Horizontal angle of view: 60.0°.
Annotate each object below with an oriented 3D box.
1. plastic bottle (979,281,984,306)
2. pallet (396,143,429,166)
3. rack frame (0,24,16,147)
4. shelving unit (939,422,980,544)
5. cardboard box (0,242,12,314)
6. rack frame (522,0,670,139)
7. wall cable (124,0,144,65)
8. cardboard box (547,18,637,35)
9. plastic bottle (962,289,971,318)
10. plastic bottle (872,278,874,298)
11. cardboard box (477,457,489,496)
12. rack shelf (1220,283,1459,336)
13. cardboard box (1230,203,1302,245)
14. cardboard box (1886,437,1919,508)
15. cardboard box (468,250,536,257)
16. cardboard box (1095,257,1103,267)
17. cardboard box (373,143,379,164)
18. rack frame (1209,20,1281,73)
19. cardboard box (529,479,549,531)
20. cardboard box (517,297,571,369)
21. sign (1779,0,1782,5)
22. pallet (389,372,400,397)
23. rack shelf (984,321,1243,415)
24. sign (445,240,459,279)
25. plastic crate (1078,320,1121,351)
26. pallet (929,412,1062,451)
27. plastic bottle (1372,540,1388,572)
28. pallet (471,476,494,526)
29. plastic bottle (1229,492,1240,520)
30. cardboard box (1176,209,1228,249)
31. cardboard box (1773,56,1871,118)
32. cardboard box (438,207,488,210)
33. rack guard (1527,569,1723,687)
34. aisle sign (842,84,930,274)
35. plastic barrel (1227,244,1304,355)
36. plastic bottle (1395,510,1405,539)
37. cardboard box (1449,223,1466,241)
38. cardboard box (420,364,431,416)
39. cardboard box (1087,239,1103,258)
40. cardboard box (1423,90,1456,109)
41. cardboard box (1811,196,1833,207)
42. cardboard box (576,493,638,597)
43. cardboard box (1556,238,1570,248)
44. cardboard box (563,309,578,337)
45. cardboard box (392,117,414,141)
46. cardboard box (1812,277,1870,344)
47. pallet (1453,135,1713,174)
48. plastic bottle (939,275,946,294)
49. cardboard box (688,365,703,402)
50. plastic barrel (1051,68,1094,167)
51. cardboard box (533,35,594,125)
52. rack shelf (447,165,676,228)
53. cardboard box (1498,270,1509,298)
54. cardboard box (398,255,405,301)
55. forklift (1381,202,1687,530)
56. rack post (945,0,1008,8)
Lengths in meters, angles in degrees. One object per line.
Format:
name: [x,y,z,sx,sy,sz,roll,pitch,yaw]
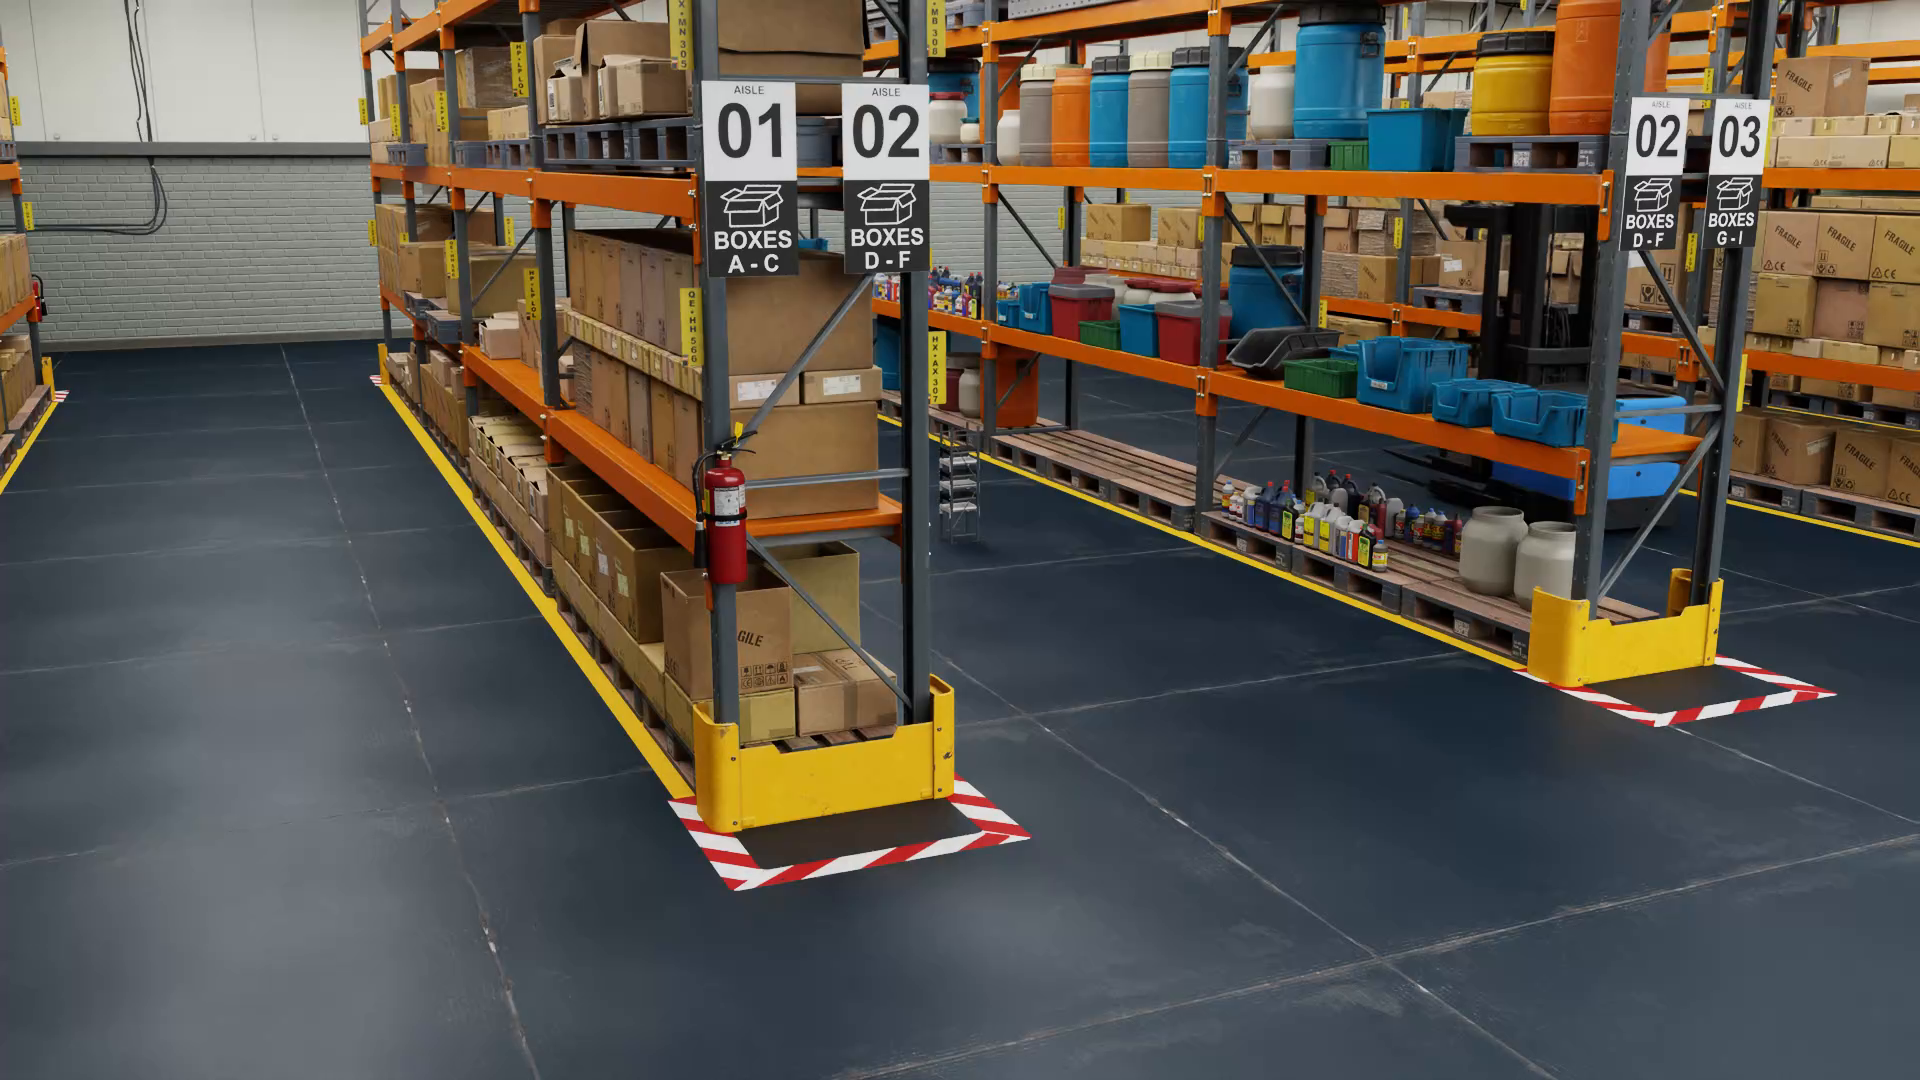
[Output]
plastic bottle: [0.282,-2.706,18.185,0.152,0.276,0.135,-6,14,-23]
pallet: [-4.812,-3.756,16.211,1.213,0.211,1.003,-6,14,-23]
rack frame: [-11.567,-6.042,19.019,1.000,3.000,0.127,-6,14,-23]
shelving unit: [-0.003,-0.440,12.776,0.258,0.900,0.210,-6,14,-23]
cardboard box: [-10.454,-2.704,17.236,0.980,0.700,0.700,-6,14,-24]
rack frame: [-2.223,-4.011,10.244,1.000,3.000,0.127,-6,14,-23]
wall cable: [-11.026,-8.435,25.044,3.097,2.526,0.112,-6,14,-23]
cardboard box: [-2.434,-3.178,11.033,0.500,0.500,0.500,-5,14,-22]
plastic bottle: [0.070,-2.397,16.835,0.061,0.283,0.133,-6,14,-23]
plastic bottle: [-0.976,-2.941,19.210,0.097,0.271,0.097,0,13,0]
cardboard box: [-3.682,-0.541,13.723,0.500,0.250,0.500,-6,14,-25]
rack shelf: [4.452,-2.872,20.220,1.077,0.370,4.000,-6,14,-23]
cardboard box: [3.914,-4.042,21.233,0.797,0.503,0.637,-6,14,-24]
cardboard box: [7.719,-0.525,13.097,0.500,0.500,0.500,-4,14,-18]
cardboard box: [-4.372,-2.494,15.842,0.700,0.500,0.500,-3,13,-12]
cardboard box: [2.201,-4.077,24.389,0.380,0.149,0.250,-6,14,-24]
cardboard box: [-6.868,-4.722,20.302,0.500,0.250,0.500,-6,14,-23]
rack frame: [3.651,-6.558,21.248,1.000,3.000,0.127,-6,14,-23]
cardboard box: [-2.648,-0.284,11.370,0.500,0.311,0.500,-6,14,-23]
cardboard box: [-3.138,-1.618,12.988,0.500,0.500,0.500,-6,15,-26]
sign: [12.213,-7.940,24.798,0.100,0.325,0.005,-6,14,-23]
pallet: [-6.679,-2.029,21.168,1.003,0.211,1.213,-6,14,-23]
rack shelf: [1.516,-1.598,14.717,1.077,0.370,4.000,-6,14,-23]
sign: [-4.318,-2.389,14.149,0.100,0.325,0.005,-6,14,-23]
plastic crate: [1.361,-1.766,14.319,0.450,0.188,0.662,-6,14,-23]
pallet: [0.361,-1.162,17.423,1.003,0.211,1.213,-6,14,-23]
plastic bottle: [2.782,0.100,11.014,0.097,0.201,0.097,0,13,0]
pallet: [-3.531,-0.383,14.055,1.003,0.211,1.213,-6,14,-23]
plastic bottle: [2.084,-0.260,12.570,0.097,0.201,0.097,0,13,0]
cardboard box: [3.222,-4.143,22.129,0.500,0.500,0.500,-5,14,-21]
cardboard box: [7.269,-3.811,14.042,0.500,0.500,0.500,-6,14,-25]
cardboard box: [-5.771,-3.613,19.388,0.500,0.500,0.500,-6,14,-25]
rack guard: [3.846,0.498,9.611,1.175,0.500,0.348,-6,14,-23]
aisle sign: [-0.313,-1.543,7.118,0.394,0.787,0.004,-6,14,-23]
plastic barrel: [2.440,-1.887,13.257,0.600,0.901,0.708,-6,14,-23]
plastic bottle: [3.180,-0.117,11.953,0.097,0.201,0.097,0,13,0]
cardboard box: [7.576,-4.438,24.511,0.500,0.500,0.500,-6,14,-25]
cardboard box: [-5.457,-1.616,17.767,0.500,0.500,0.500,-6,14,-26]
cardboard box: [2.208,-4.303,24.483,0.500,0.250,0.500,-6,14,-24]
cardboard box: [5.206,-4.442,17.428,0.500,0.500,0.500,-5,14,-22]
cardboard box: [12.873,-4.847,24.720,0.500,0.500,0.500,-6,14,-23]
cardboard box: [-1.923,0.012,9.670,0.500,0.500,0.500,-6,14,-23]
cardboard box: [8.287,-4.006,22.494,0.380,0.149,0.250,-6,14,-25]
cardboard box: [-2.293,-1.380,10.521,0.380,0.149,0.250,-6,14,-23]
cardboard box: [-5.871,-4.449,18.012,0.500,0.250,0.500,-6,14,-23]
cardboard box: [7.440,-1.877,13.445,0.875,0.500,0.500,-6,14,-23]
pallet: [3.678,-2.258,9.739,1.003,0.211,1.213,-6,14,-23]
plastic bottle: [-0.192,-2.878,18.939,0.097,0.271,0.097,0,13,0]
cardboard box: [-1.054,-0.742,7.765,0.380,0.149,0.250,-5,14,-22]
plastic barrel: [1.107,-3.708,14.633,0.600,0.830,0.708,-6,14,-23]
cardboard box: [-2.263,-2.743,9.955,0.500,0.500,0.500,-4,14,-18]
rack shelf: [-3.024,-2.613,12.449,1.077,0.370,4.000,-6,14,-23]
cardboard box: [5.714,-2.573,16.738,0.500,0.250,0.500,-6,14,-25]
cardboard box: [-6.070,-2.976,18.856,0.500,0.500,0.500,-5,14,-21]
forklift: [4.731,-1.773,14.028,1.130,2.935,3.031,-4,14,-17]
rack post: [0.387,-5.393,16.384,0.954,0.300,0.937,-6,14,-23]
